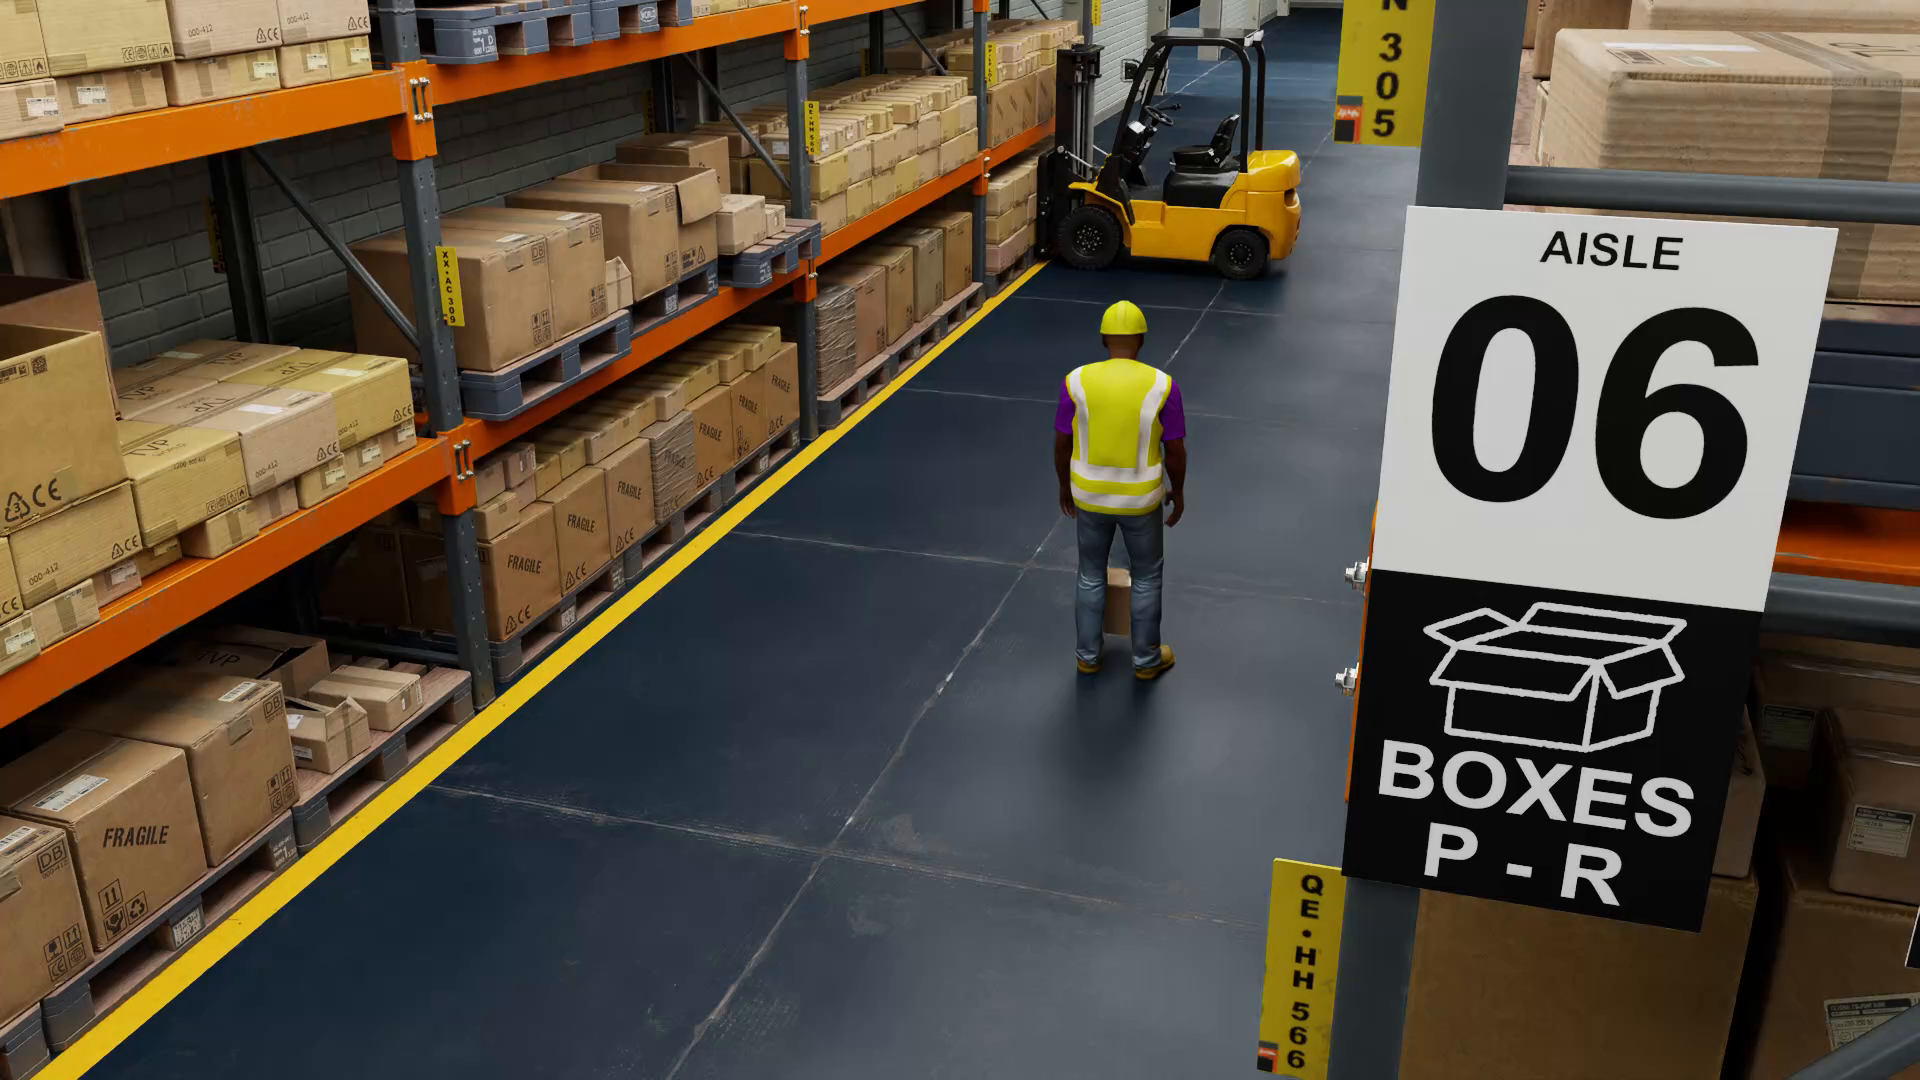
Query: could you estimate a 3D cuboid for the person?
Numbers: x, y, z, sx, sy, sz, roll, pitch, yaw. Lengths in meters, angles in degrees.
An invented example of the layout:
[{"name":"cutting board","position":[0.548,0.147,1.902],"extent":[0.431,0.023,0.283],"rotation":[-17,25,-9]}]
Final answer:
[{"name":"person","position":[0.727,-0.211,7.594],"extent":[0.604,1.759,0.446],"rotation":[6,23,14]}]
